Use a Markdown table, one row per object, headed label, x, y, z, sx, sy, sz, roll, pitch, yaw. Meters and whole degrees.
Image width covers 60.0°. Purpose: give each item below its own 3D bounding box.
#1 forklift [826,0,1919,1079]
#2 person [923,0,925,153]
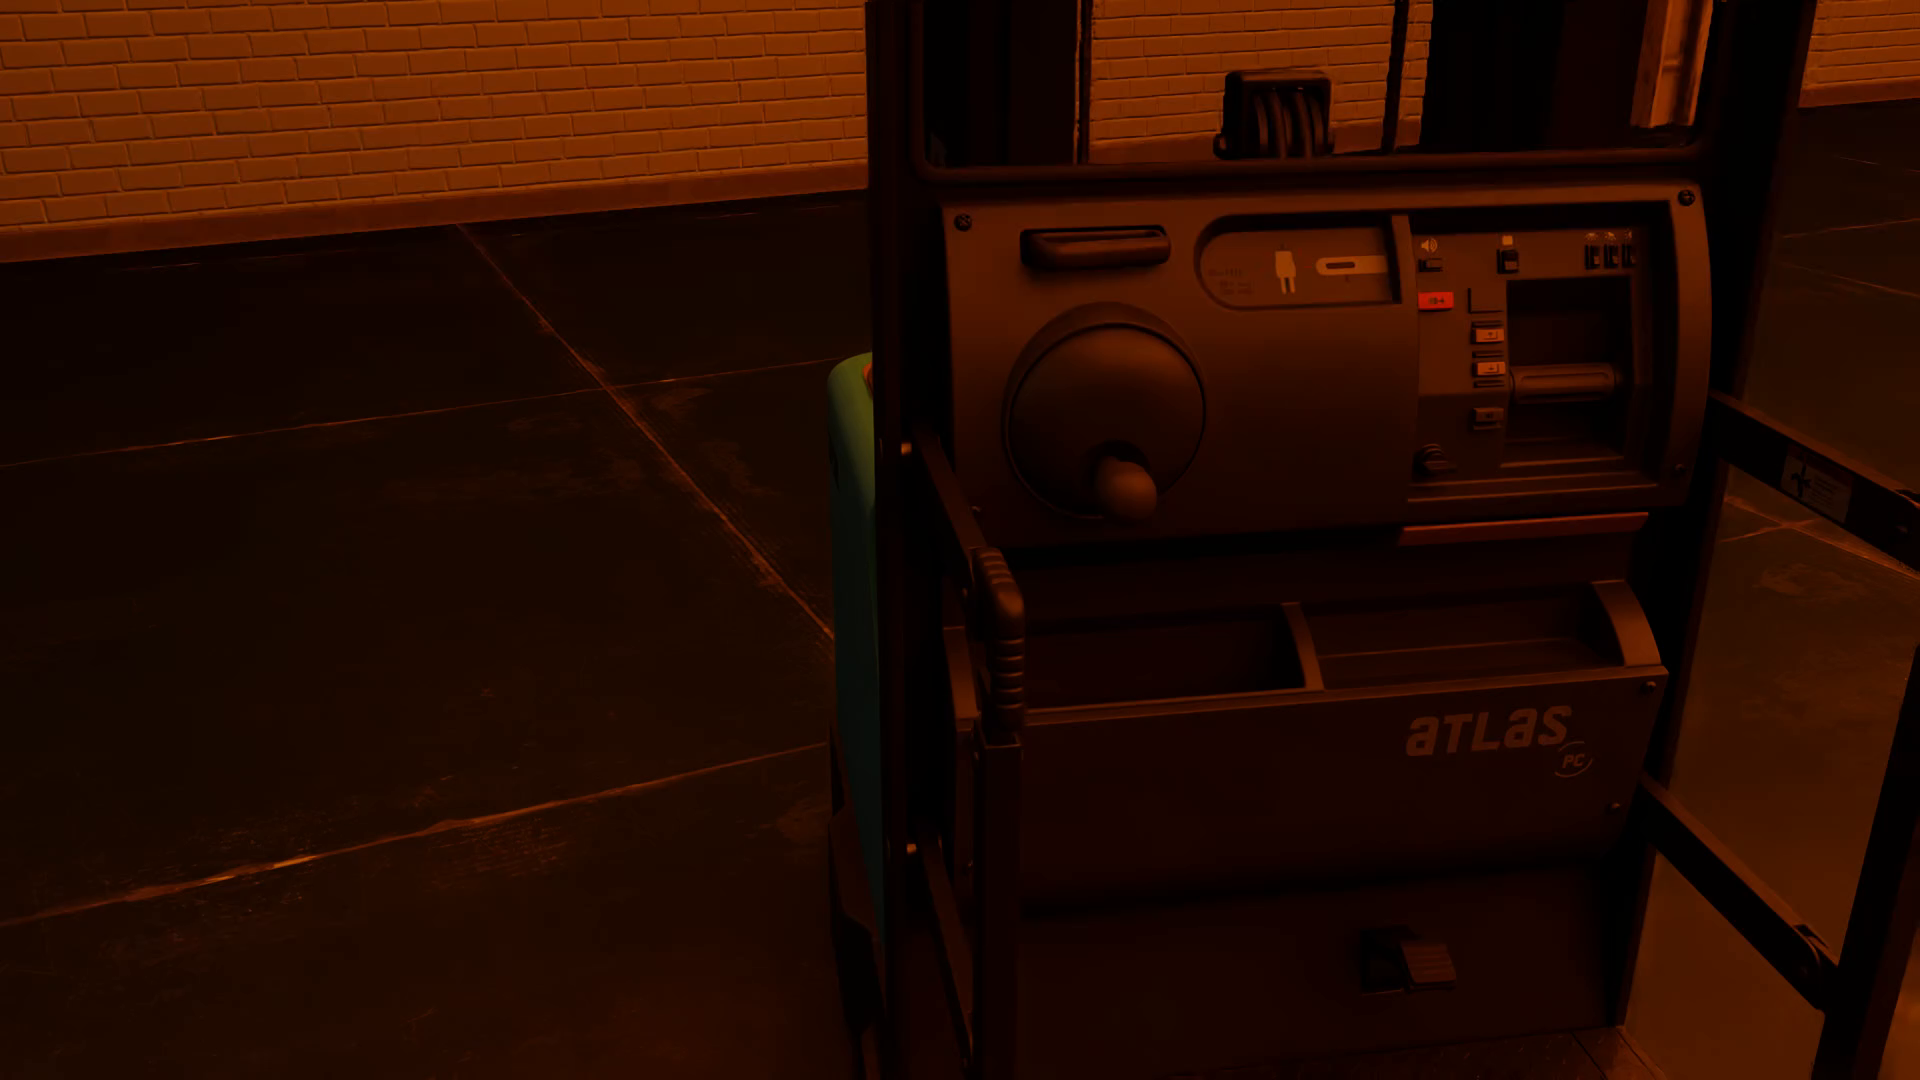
| label | x | y | z | sx | sy | sz | roll | pitch | yaw |
| --- | --- | --- | --- | --- | --- | --- | --- | --- | --- |
| forklift | 0.479 | -0.197 | 1.761 | 1.130 | 2.935 | 3.031 | -4 | 23 | -9 |
| person | 0.084 | -0.841 | 4.794 | 0.581 | 1.776 | 0.696 | -10 | 25 | -23 |
